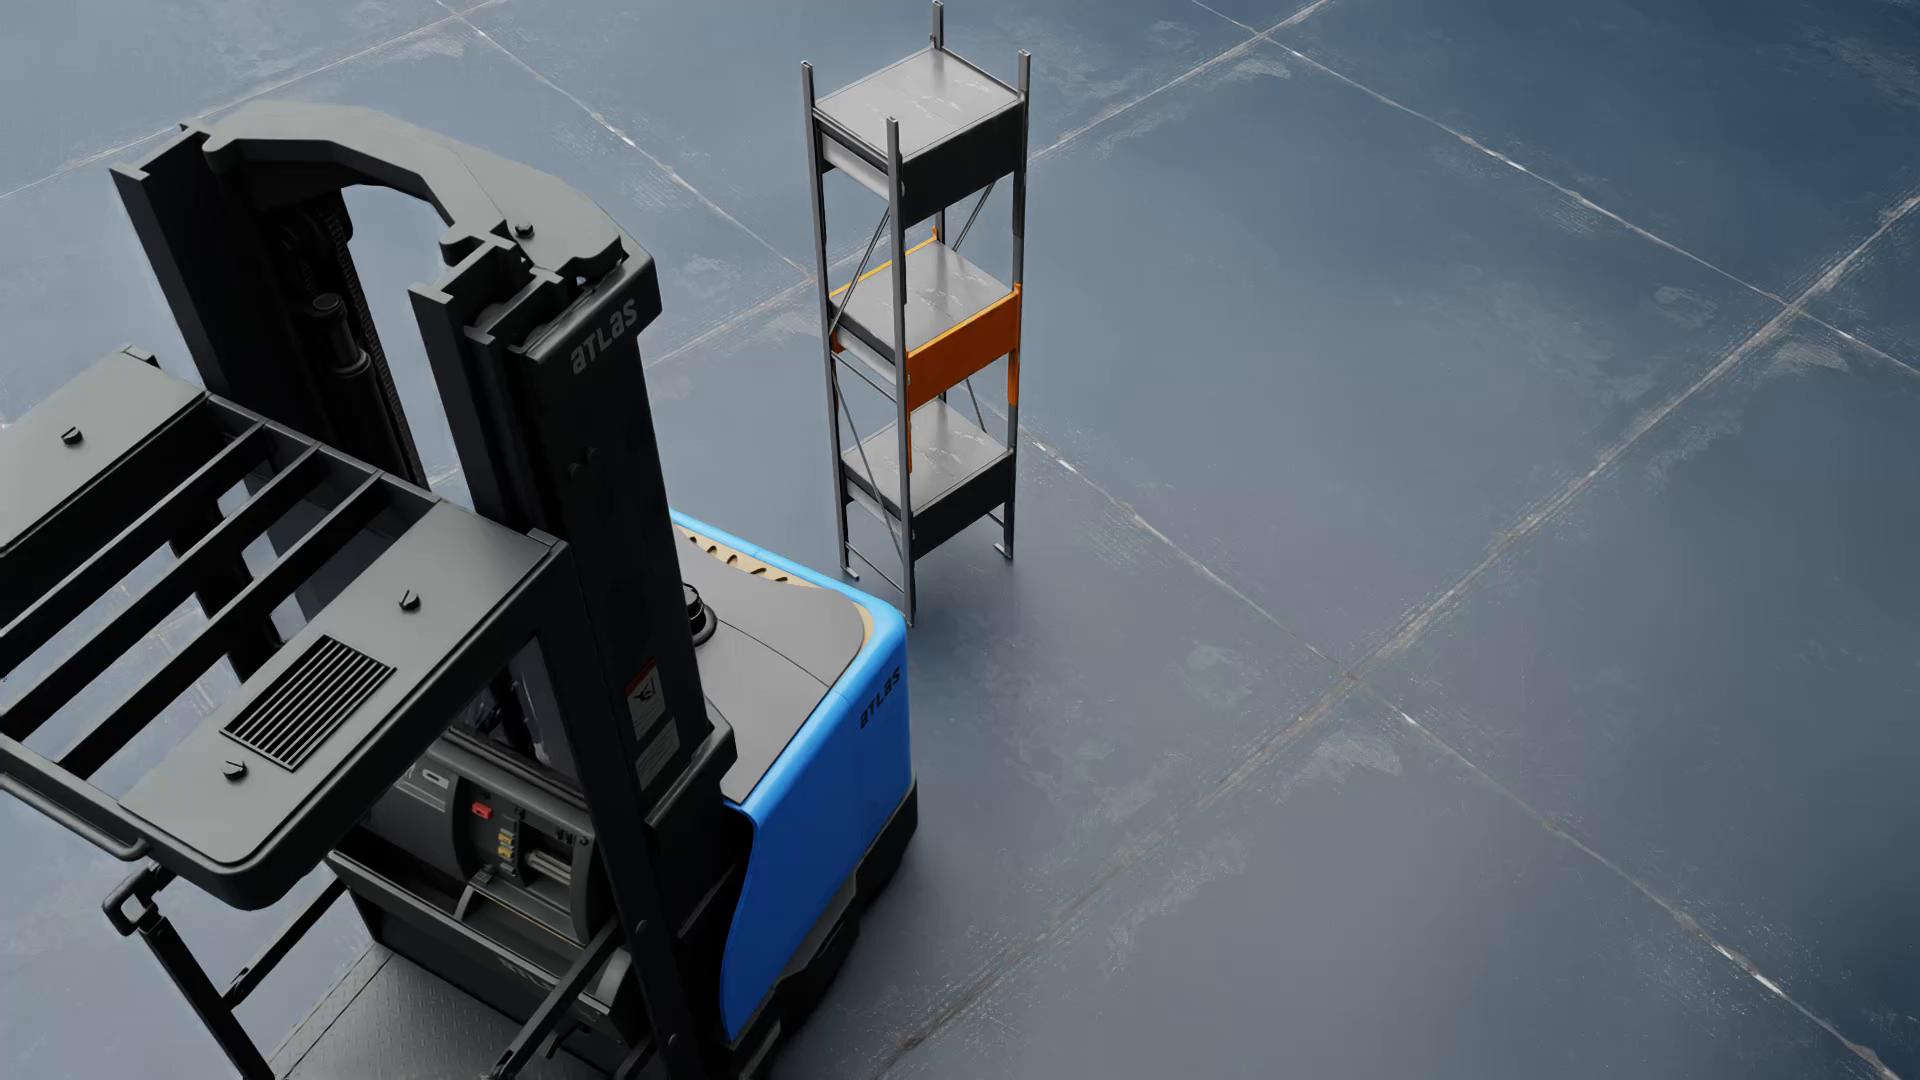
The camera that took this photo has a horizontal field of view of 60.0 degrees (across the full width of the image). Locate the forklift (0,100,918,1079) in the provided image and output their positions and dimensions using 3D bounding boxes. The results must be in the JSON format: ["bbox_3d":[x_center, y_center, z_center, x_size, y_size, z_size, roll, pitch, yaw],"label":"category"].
[{"bbox_3d":[-1.294,0.703,3.607,1.130,2.935,3.031,22,51,19],"label":"forklift"}]

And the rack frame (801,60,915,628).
[{"bbox_3d":[-0.303,-0.510,5.291,0.015,2.100,0.400,-34,56,-27],"label":"rack frame"}]

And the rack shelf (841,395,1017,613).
[{"bbox_3d":[-0.122,-0.146,5.927,0.480,0.518,0.431,-34,56,-27],"label":"rack shelf"}]

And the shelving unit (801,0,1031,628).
[{"bbox_3d":[-0.122,-0.630,5.403,0.503,2.100,0.431,-34,56,-27],"label":"shelving unit"}]

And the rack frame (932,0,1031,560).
[{"bbox_3d":[0.058,-0.751,5.514,0.015,2.100,0.400,-34,56,-27],"label":"rack frame"}]

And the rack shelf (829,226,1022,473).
[{"bbox_3d":[-0.122,-0.621,5.413,0.480,0.518,0.431,-34,56,-27],"label":"rack shelf"}]

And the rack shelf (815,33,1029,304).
[{"bbox_3d":[-0.122,-1.096,4.898,0.480,0.518,0.431,-34,56,-27],"label":"rack shelf"}]
